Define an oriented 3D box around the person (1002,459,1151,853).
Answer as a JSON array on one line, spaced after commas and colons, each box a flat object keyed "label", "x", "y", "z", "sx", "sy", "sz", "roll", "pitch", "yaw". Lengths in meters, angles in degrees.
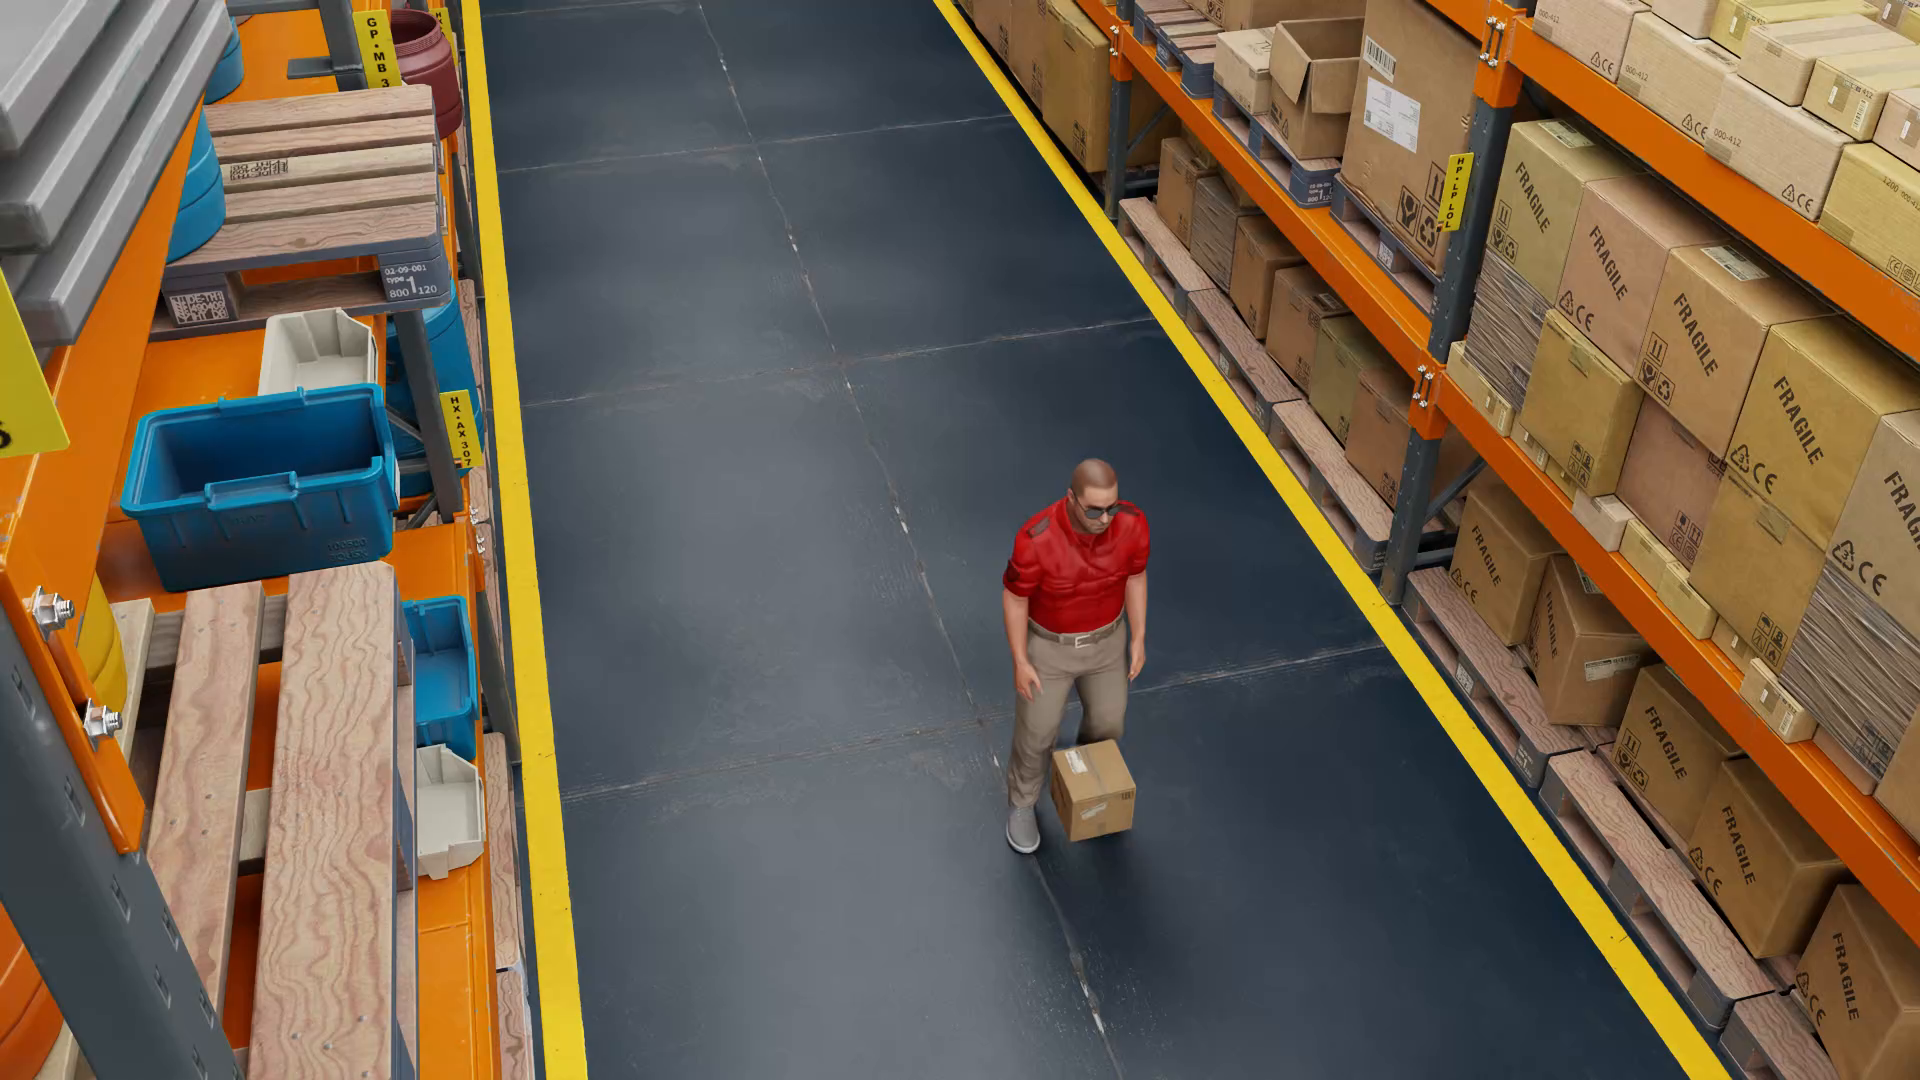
[{"label": "person", "x": 0.432, "y": 0.404, "z": 6.206, "sx": 0.572, "sy": 1.728, "sz": 0.390, "roll": -11, "pitch": 39, "yaw": -13}]
